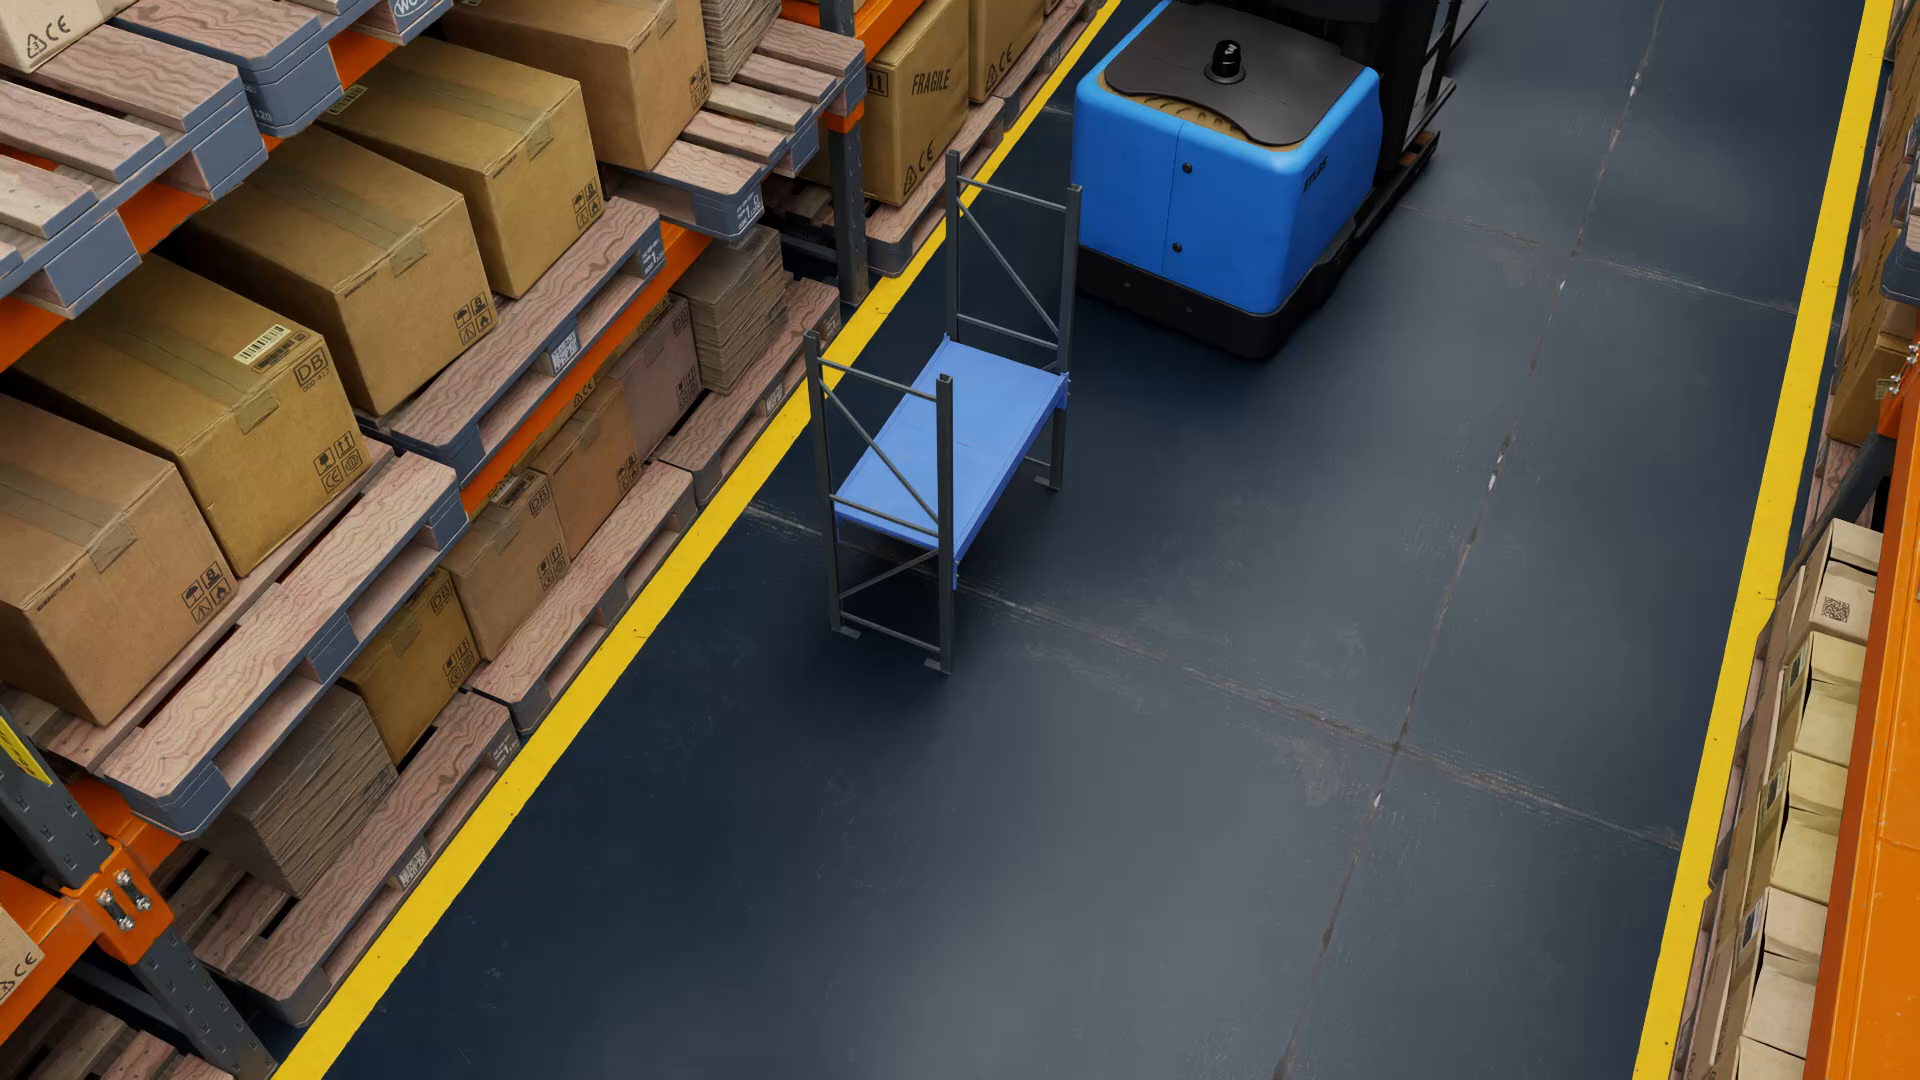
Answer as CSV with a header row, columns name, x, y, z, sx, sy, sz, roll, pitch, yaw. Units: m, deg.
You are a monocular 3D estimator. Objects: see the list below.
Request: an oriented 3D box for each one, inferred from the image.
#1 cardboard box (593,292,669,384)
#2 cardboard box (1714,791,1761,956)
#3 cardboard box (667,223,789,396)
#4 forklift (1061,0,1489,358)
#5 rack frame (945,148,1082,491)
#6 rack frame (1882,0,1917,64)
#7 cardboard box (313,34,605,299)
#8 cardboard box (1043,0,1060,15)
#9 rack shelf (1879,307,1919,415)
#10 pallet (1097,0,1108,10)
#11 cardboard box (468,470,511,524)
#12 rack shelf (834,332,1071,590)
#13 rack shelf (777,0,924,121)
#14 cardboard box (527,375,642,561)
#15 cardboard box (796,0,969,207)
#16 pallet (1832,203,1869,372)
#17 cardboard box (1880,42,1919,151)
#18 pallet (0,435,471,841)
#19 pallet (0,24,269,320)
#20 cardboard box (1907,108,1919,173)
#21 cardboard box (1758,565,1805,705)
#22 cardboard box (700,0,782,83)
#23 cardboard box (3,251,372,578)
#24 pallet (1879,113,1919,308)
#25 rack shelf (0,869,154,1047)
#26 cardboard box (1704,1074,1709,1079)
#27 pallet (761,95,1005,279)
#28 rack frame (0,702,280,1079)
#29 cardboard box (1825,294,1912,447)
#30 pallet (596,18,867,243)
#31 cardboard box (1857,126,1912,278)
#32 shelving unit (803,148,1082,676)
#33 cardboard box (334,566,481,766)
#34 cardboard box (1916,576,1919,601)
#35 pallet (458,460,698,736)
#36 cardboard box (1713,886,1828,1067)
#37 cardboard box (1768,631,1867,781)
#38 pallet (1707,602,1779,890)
name,x,y,z,sx,sy,sz,roll,pitch,yaw
cardboard box,-1.447,-0.903,6.224,0.500,0.250,0.500,21,53,17
cardboard box,2.674,1.124,5.169,0.500,0.250,0.500,19,52,15
cardboard box,-1.147,-1.032,6.826,0.700,0.500,0.500,20,53,17
forklift,1.674,-2.837,7.055,1.130,2.935,3.031,26,54,21
rack frame,0.181,-0.777,6.242,0.500,1.500,0.032,20,52,16
rack frame,5.303,-3.357,7.452,1.000,3.000,0.127,20,52,16
cardboard box,-1.590,-1.195,5.258,0.700,0.500,0.500,20,52,16
cardboard box,0.285,-3.303,8.542,0.750,0.750,0.750,21,53,17
rack shelf,4.448,-1.747,6.554,1.077,0.370,4.000,20,52,16
pallet,0.561,-3.507,9.411,1.003,0.211,1.213,20,52,16
cardboard box,-1.892,-0.209,5.634,0.500,0.250,0.500,18,52,15
rack shelf,-0.036,-0.311,6.081,0.538,0.185,1.000,20,52,16
rack shelf,-0.032,-3.356,7.924,1.077,0.370,4.000,20,52,16
cardboard box,-1.659,-0.364,6.257,0.700,0.500,0.500,20,52,16
cardboard box,-0.454,-2.115,7.531,0.750,0.750,0.750,19,52,16
pallet,4.470,-1.038,7.310,1.003,0.211,1.213,20,52,16
cardboard box,4.658,-2.065,7.705,0.500,0.500,0.500,20,53,17
pallet,-2.137,0.126,4.615,1.003,0.211,1.213,20,52,16
pallet,-2.235,-0.759,3.395,1.213,0.211,1.003,20,52,16
cardboard box,4.235,-1.645,6.855,0.500,0.250,0.500,19,52,15
cardboard box,3.105,0.417,5.770,0.500,0.250,0.500,20,52,16
cardboard box,-1.078,-2.060,5.994,0.700,0.500,0.500,14,51,12
cardboard box,-2.102,-0.354,4.543,0.700,0.500,0.500,25,54,20
pallet,3.820,-1.030,5.598,1.213,0.211,1.003,20,52,16
rack shelf,-3.450,2.153,3.236,1.077,0.370,4.000,20,52,16
cardboard box,2.236,1.826,4.571,0.500,0.250,0.500,21,53,17
pallet,-0.482,-1.827,7.981,1.003,0.211,1.213,20,52,16
rack frame,-2.595,0.542,4.134,1.000,3.000,0.127,20,52,16
cardboard box,3.781,-0.656,6.506,0.500,0.500,0.500,22,53,17
pallet,-1.095,-1.625,6.104,1.213,0.211,1.003,20,52,16
cardboard box,4.221,-1.375,7.118,0.500,0.500,0.500,18,52,15
shelving unit,-0.036,-0.427,5.944,0.538,1.500,1.048,20,52,16
cardboard box,-2.121,0.325,5.671,0.700,0.500,0.500,19,52,15
cardboard box,3.037,-0.021,4.672,0.500,0.311,0.500,19,52,16
pallet,-1.744,0.066,6.370,1.003,0.211,1.213,20,52,16
cardboard box,2.449,1.305,4.647,0.500,0.311,0.500,19,52,16
cardboard box,2.888,0.600,5.247,0.500,0.311,0.500,19,52,15
pallet,3.207,0.855,5.699,1.003,0.211,1.213,20,52,16
